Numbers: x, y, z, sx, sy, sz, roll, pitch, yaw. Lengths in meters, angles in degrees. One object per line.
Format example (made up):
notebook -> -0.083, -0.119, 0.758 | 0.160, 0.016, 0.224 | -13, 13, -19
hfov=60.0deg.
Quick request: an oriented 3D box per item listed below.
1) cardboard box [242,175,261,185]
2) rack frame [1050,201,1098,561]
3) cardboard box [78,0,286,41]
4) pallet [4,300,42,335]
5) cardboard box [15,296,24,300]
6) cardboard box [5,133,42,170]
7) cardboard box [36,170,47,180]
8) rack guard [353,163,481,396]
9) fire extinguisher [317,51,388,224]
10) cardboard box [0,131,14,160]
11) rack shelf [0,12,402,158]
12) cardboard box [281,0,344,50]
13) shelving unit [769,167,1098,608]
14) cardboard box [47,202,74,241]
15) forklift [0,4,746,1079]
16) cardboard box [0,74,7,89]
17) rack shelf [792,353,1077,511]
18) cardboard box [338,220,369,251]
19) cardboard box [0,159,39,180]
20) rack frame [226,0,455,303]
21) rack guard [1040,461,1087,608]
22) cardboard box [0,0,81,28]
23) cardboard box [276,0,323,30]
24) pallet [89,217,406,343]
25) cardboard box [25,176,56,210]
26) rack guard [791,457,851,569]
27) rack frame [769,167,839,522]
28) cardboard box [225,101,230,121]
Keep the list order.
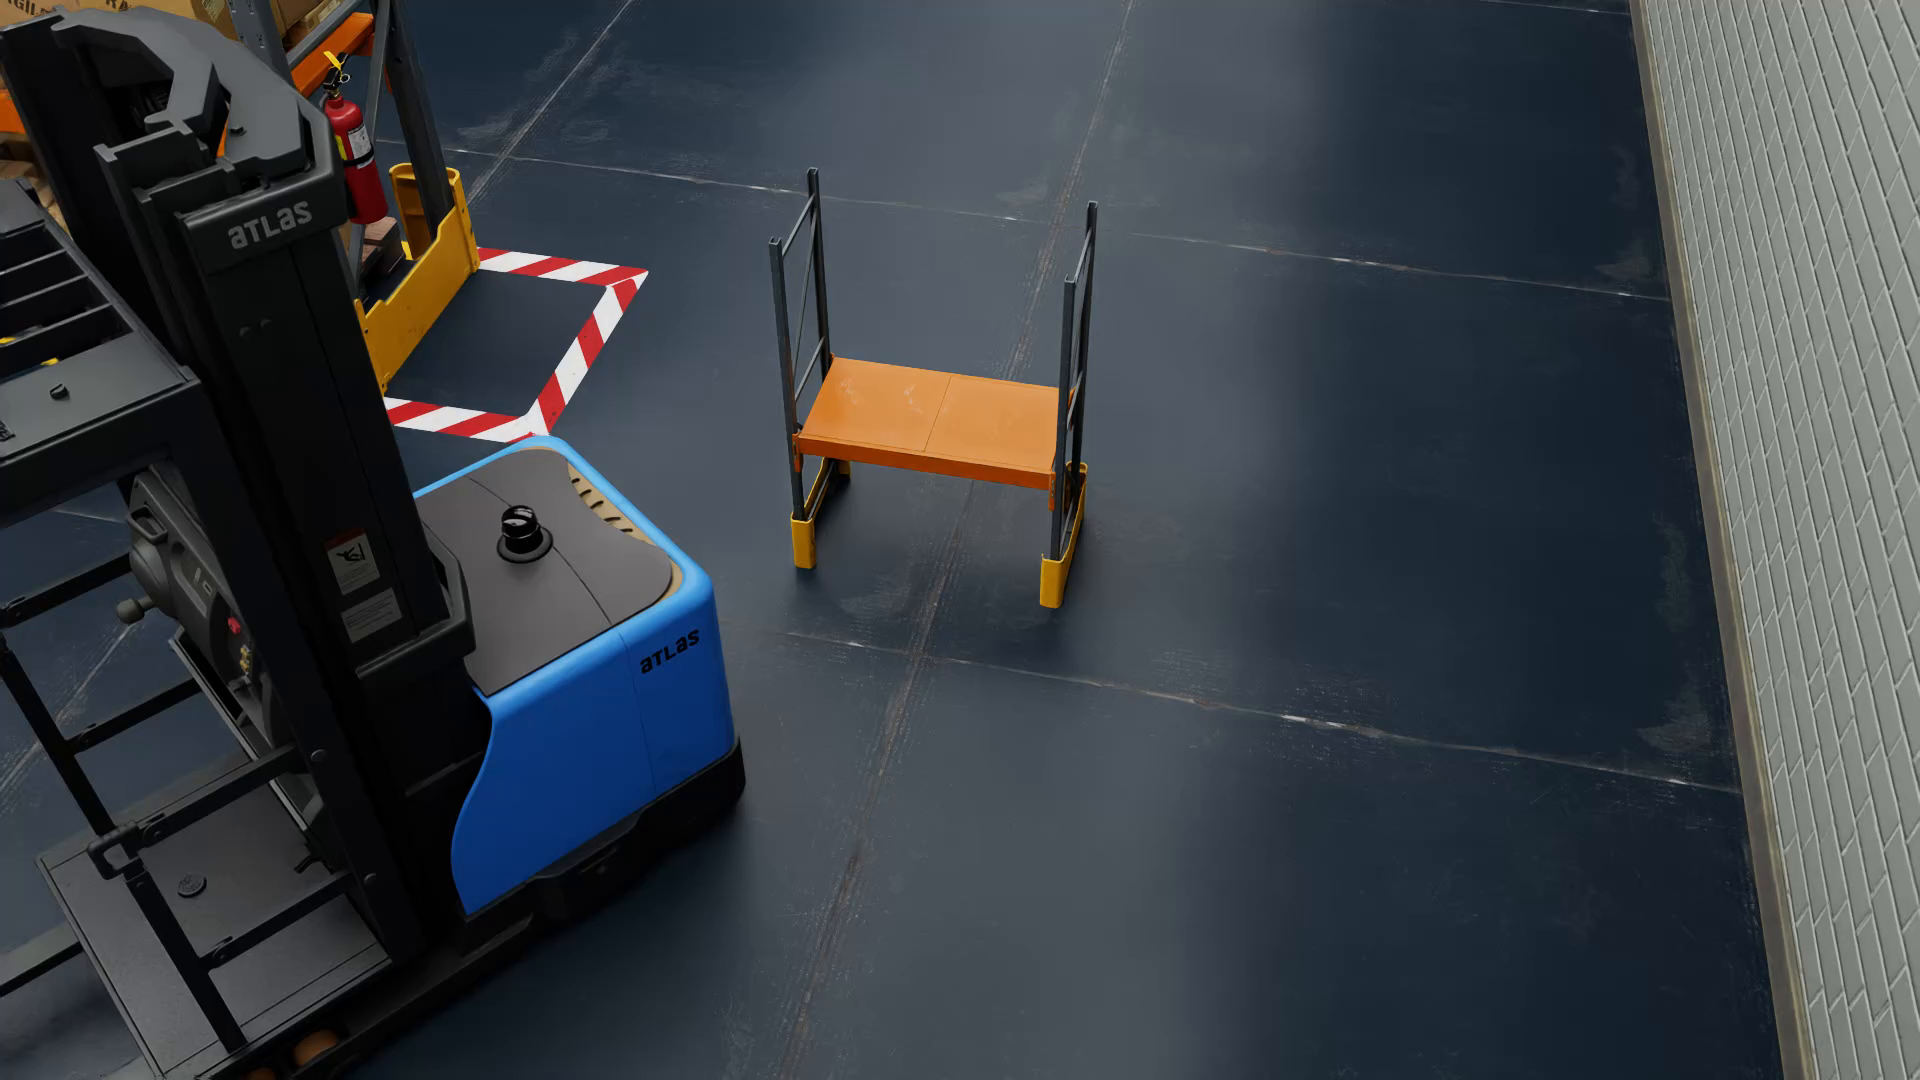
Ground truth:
cardboard box -> -3.293, -1.692, 7.669 | 0.250, 0.149, 0.380 | 10, 45, 10
rack frame -> 0.413, -0.476, 6.163 | 0.032, 1.500, 0.500 | 9, 45, 9
cardboard box -> -3.055, -2.121, 6.504 | 0.500, 0.500, 0.500 | 10, 45, 10
pallet -> -4.606, -1.424, 8.078 | 1.213, 0.211, 1.003 | 9, 45, 9
cardboard box -> -4.138, -1.241, 7.629 | 0.250, 0.149, 0.380 | 7, 44, 7
cardboard box -> -4.286, -1.918, 7.904 | 0.250, 0.149, 0.380 | 9, 45, 10
cardboard box -> -4.309, -1.727, 7.920 | 0.250, 0.149, 0.380 | 11, 45, 11
rack guard -> -2.634, -1.195, 7.631 | 0.348, 0.500, 1.175 | 9, 45, 9
fire extinguisher -> -2.415, -1.572, 6.545 | 0.183, 0.674, 0.296 | 9, 45, 9
cardboard box -> -4.552, -1.891, 7.876 | 0.250, 0.149, 0.380 | 9, 45, 9
rack shelf -> -4.512, -2.128, 7.317 | 4.000, 0.370, 1.077 | 9, 45, 9
cardboard box -> -2.805, -2.265, 7.121 | 0.250, 0.149, 0.380 | 8, 45, 9
shelving unit -> -0.074, -0.552, 6.242 | 1.083, 1.500, 0.587 | 9, 45, 9
cardboard box -> -3.884, -1.444, 7.411 | 0.250, 0.149, 0.380 | 7, 44, 7
forklift -> -2.188, 0.261, 4.365 | 3.031, 2.935, 1.130 | -31, 52, -28
cardboard box -> -3.927, -2.025, 6.872 | 0.250, 0.149, 0.380 | 7, 44, 7
rack shelf -> -0.083, -0.424, 6.368 | 1.000, 0.185, 0.538 | 9, 45, 9
cardboard box -> -3.002, -1.505, 7.903 | 0.250, 0.149, 0.380 | 10, 45, 10
cardboard box -> -4.391, -1.562, 7.534 | 0.250, 0.149, 0.380 | 7, 44, 8
rack frame -> -2.560, -2.084, 6.753 | 0.127, 3.000, 1.000 | 9, 45, 9
rack guard -> 0.412, -0.026, 6.597 | 0.087, 0.250, 0.587 | 9, 45, 9
cardboard box -> -3.556, -2.203, 6.589 | 0.500, 0.500, 0.500 | 8, 45, 8
cardboard box -> -2.938, -2.483, 6.880 | 0.500, 0.500, 0.500 | 11, 45, 11
pallet -> -3.419, -1.238, 7.884 | 1.213, 0.211, 1.003 | 9, 45, 9
cardboard box -> -4.158, -1.447, 7.414 | 0.250, 0.149, 0.380 | 10, 45, 11
rack guard -> -0.560, -0.177, 6.754 | 0.087, 0.250, 0.587 | 9, 45, 9
rack frame -> -0.579, -0.630, 6.323 | 0.032, 1.500, 0.500 | 9, 45, 9
cardboard box -> -2.940, -1.852, 6.692 | 0.250, 0.149, 0.380 | 9, 45, 9
